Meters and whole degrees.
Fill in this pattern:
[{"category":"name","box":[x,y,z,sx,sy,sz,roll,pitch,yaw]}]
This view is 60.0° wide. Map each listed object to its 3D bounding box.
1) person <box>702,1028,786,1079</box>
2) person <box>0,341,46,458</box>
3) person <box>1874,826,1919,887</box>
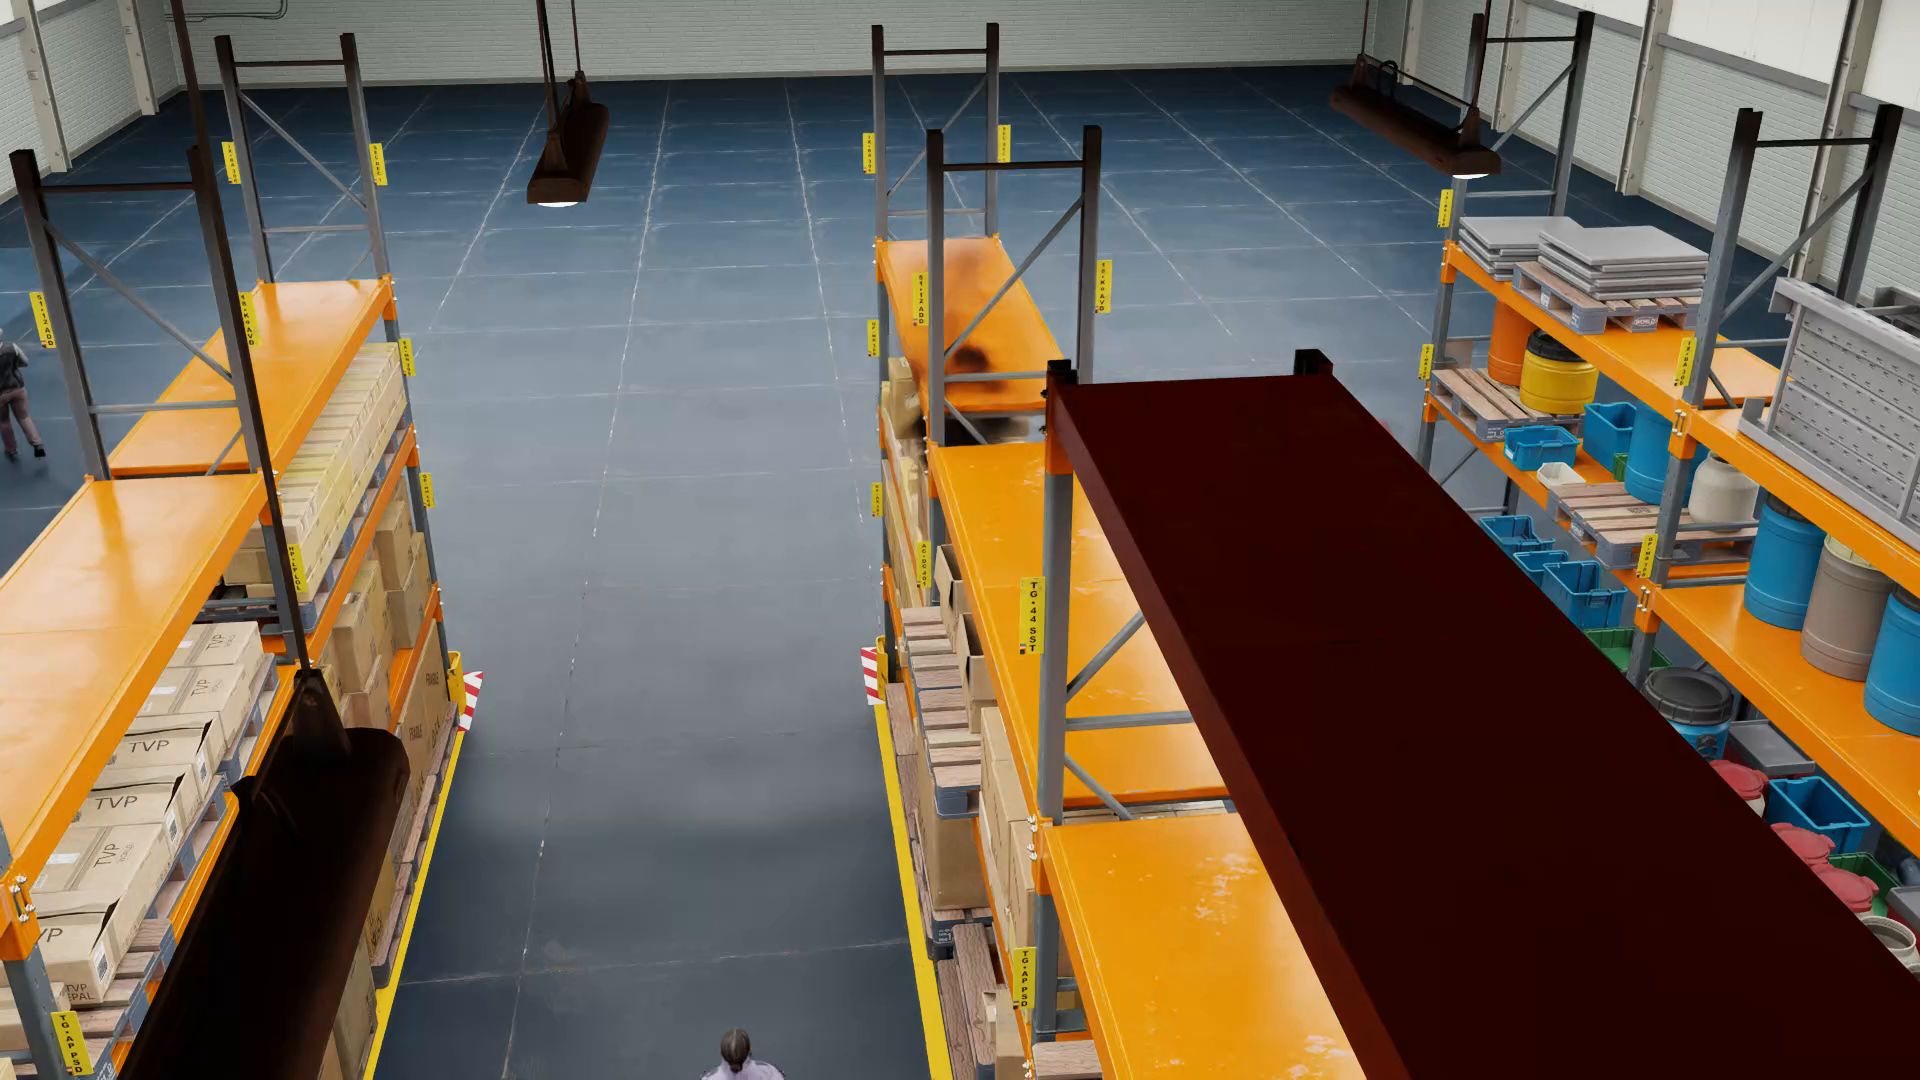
[{"category":"person","box":[-1.220,3.434,9.455,0.582,1.603,0.542,-6,26,-13]},{"category":"person","box":[-11.565,-1.780,20.183,0.939,1.712,0.689,20,32,36]},{"category":"person","box":[6.925,2.098,12.100,0.695,1.720,0.594,-6,26,-12]}]
